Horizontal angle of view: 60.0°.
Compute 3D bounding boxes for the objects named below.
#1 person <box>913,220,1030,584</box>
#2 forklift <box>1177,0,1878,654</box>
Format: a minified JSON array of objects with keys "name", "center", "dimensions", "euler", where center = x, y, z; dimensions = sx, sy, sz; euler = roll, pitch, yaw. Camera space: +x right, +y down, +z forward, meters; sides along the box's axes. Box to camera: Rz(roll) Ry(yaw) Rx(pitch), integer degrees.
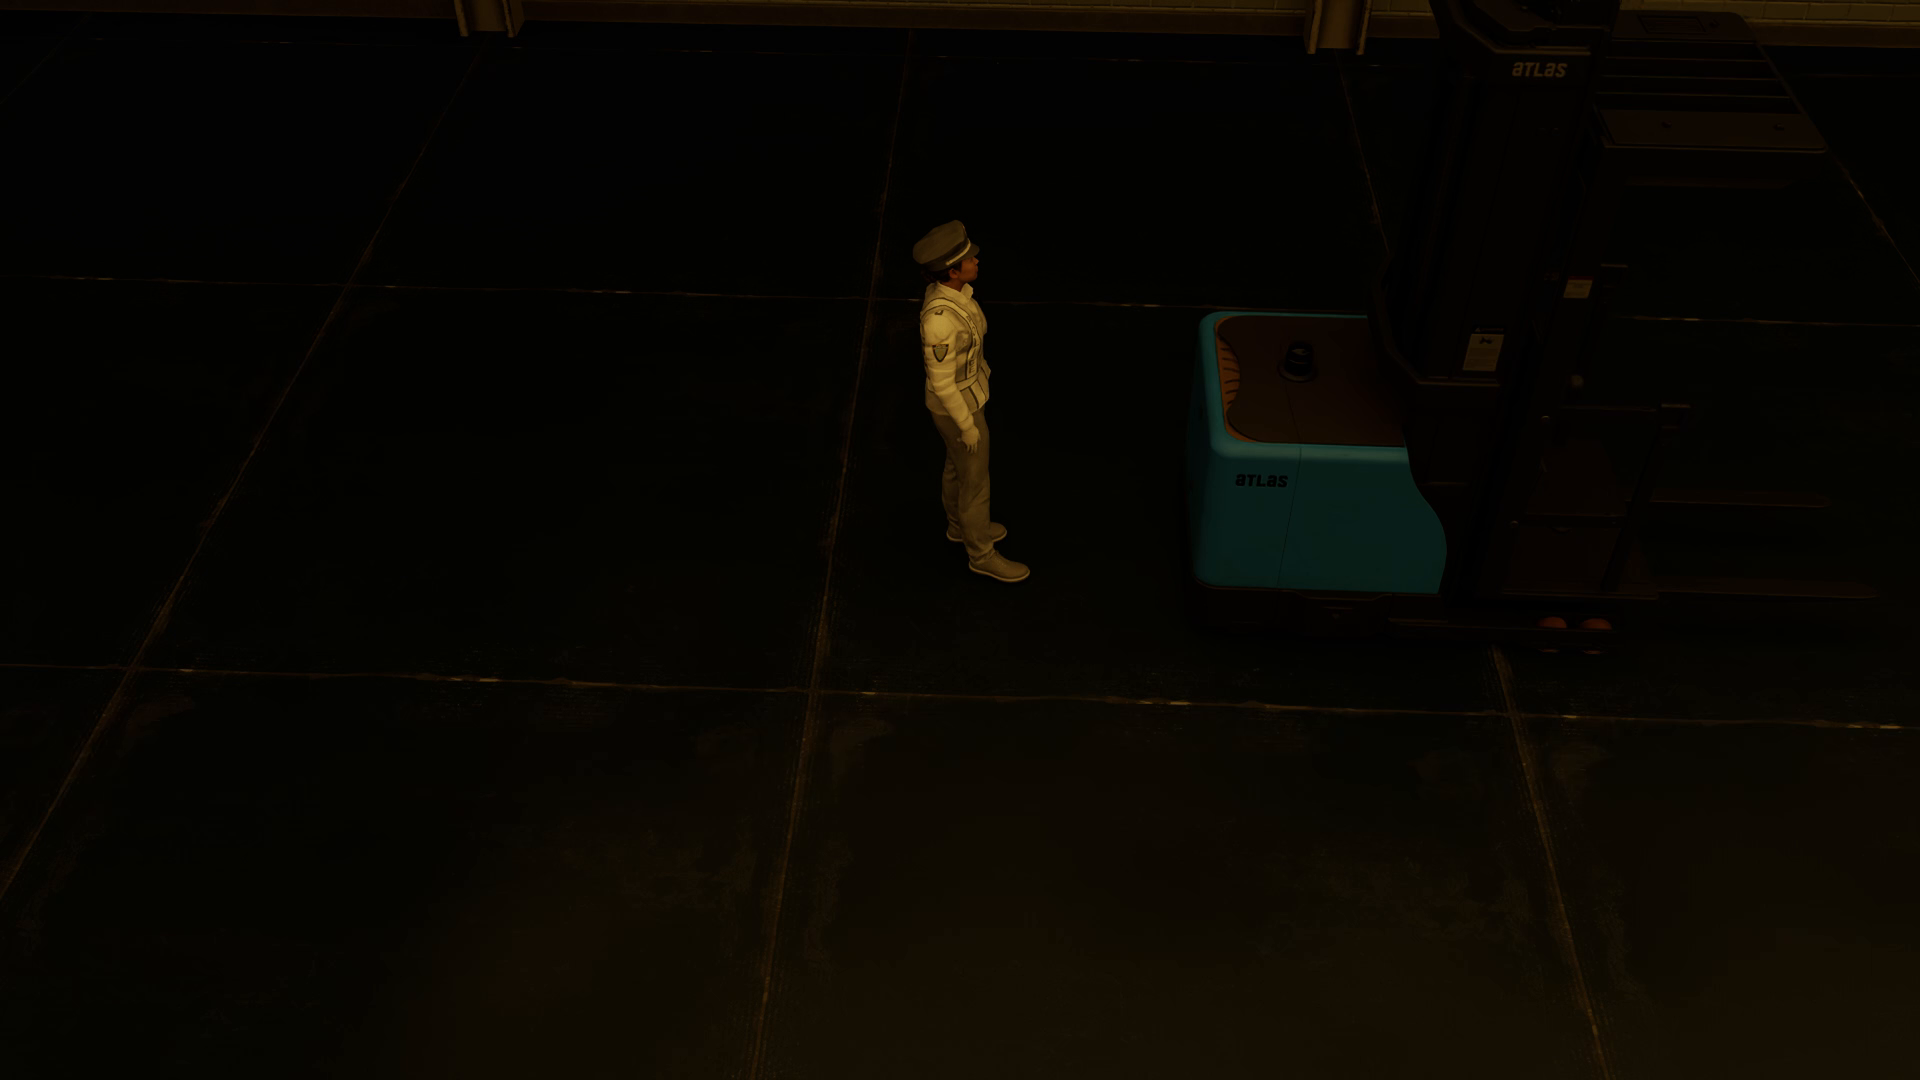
[{"name":"person","center":[0.068,-0.624,7.332],"dimensions":[0.532,1.694,0.586],"euler":[2,42,2]},{"name":"forklift","center":[2.547,-0.947,6.780],"dimensions":[3.031,2.935,1.130],"euler":[2,42,2]}]
